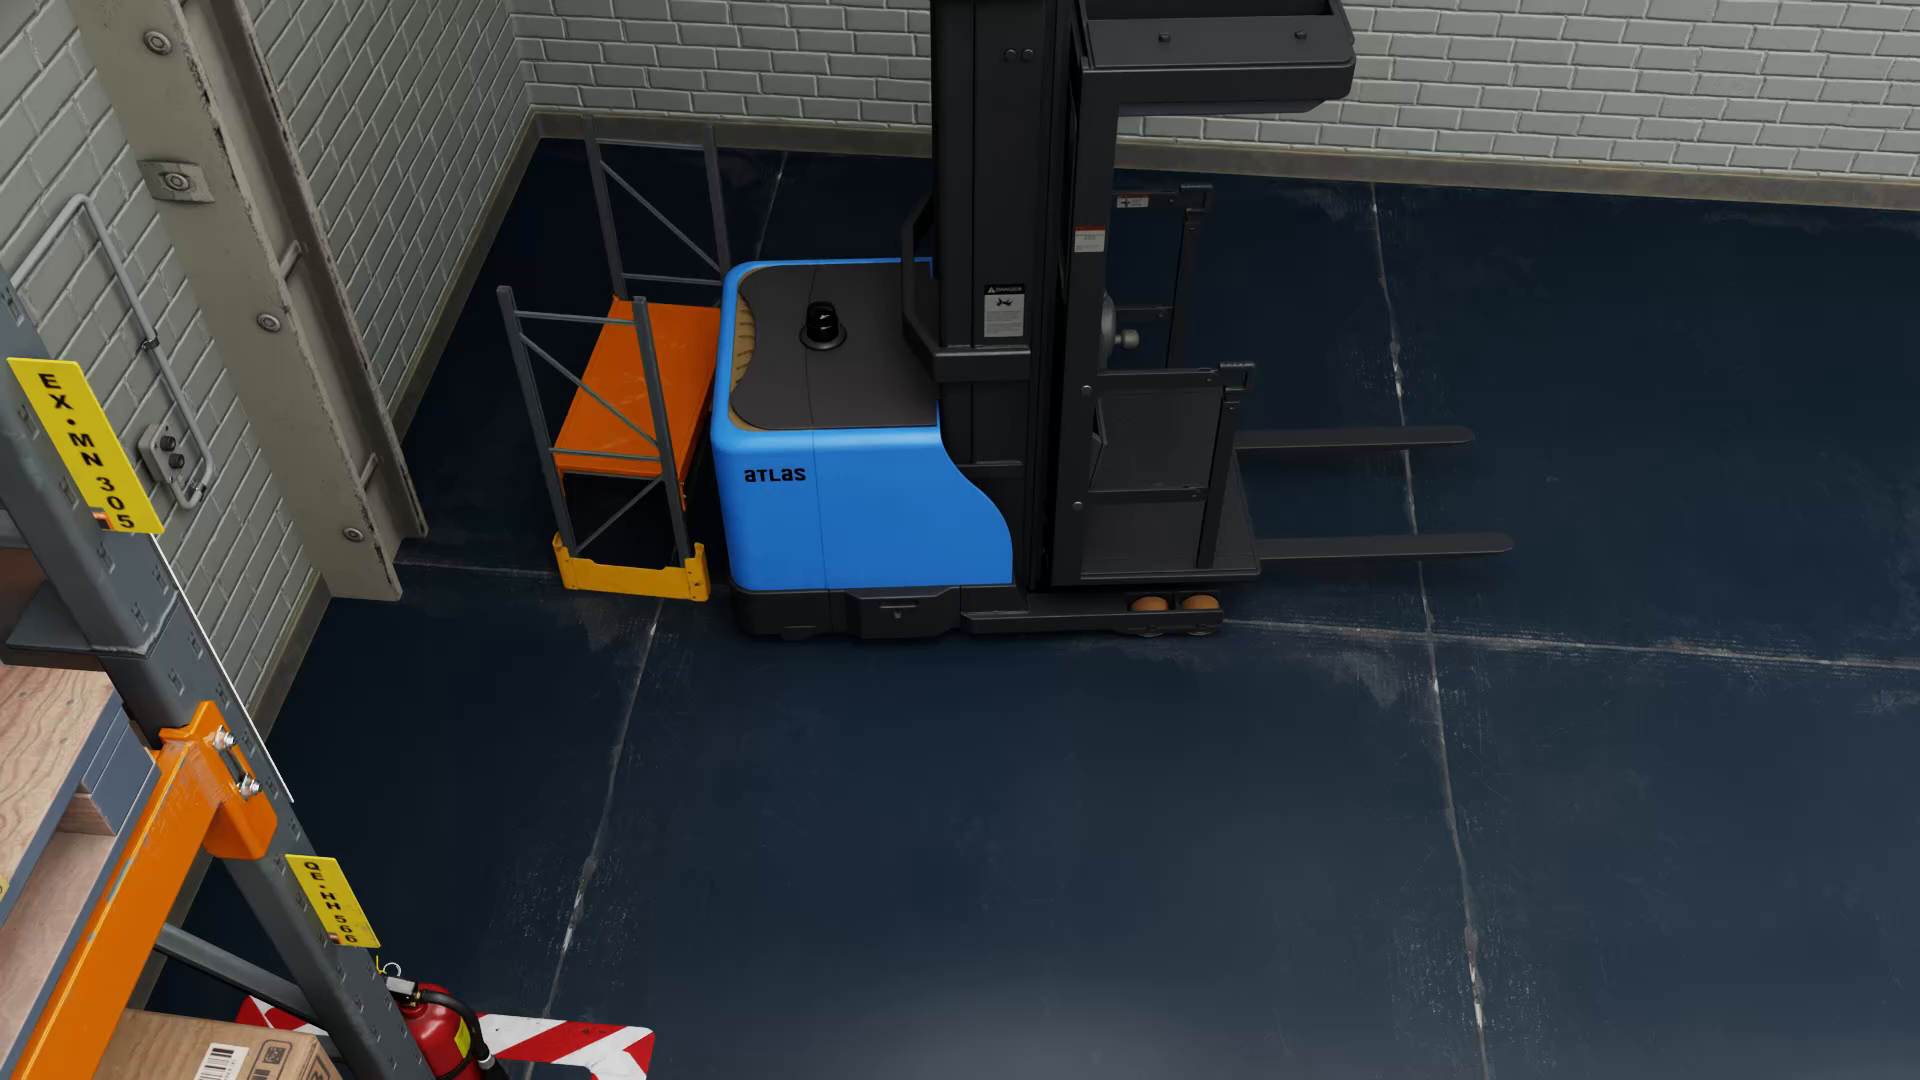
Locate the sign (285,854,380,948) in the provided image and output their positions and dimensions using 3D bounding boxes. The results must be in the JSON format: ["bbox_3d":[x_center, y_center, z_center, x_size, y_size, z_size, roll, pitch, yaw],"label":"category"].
[{"bbox_3d":[-1.194,0.691,3.166,0.100,0.325,0.005,4,48,4],"label":"sign"}]

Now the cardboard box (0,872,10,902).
[{"bbox_3d":[-1.536,0.534,1.972,0.500,0.250,0.500,5,48,5],"label":"cardboard box"}]

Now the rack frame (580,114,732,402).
[{"bbox_3d":[-1.161,-1.050,6.720,0.500,1.500,0.032,5,48,5],"label":"rack frame"}]

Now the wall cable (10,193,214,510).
[{"bbox_3d":[-2.559,-0.233,4.267,0.084,1.984,1.851,4,48,4],"label":"wall cable"}]

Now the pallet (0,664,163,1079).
[{"bbox_3d":[-1.790,0.678,2.150,1.003,0.211,1.213,4,48,4],"label":"pallet"}]

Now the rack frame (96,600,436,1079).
[{"bbox_3d":[-1.733,1.115,3.724,1.000,3.000,0.127,4,48,4],"label":"rack frame"}]

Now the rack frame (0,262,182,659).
[{"bbox_3d":[-1.733,-0.910,1.510,1.000,3.000,0.127,4,48,4],"label":"rack frame"}]

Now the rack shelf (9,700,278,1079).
[{"bbox_3d":[-1.916,1.815,1.538,1.077,0.370,4.000,4,48,4],"label":"rack shelf"}]

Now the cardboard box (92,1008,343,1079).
[{"bbox_3d":[-1.770,1.389,3.269,0.980,0.700,0.700,6,48,5],"label":"cardboard box"}]

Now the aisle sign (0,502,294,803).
[{"bbox_3d":[-1.428,0.205,2.794,0.394,0.787,0.004,4,48,4],"label":"aisle sign"}]

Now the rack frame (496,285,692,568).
[{"bbox_3d":[-1.284,-0.305,6.039,0.500,1.500,0.032,5,48,5],"label":"rack frame"}]

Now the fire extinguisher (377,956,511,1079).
[{"bbox_3d":[-1.260,1.187,3.963,0.296,0.674,0.183,4,48,4],"label":"fire extinguisher"}]

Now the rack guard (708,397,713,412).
[{"bbox_3d":[-1.162,-0.627,7.180,0.587,0.250,0.087,5,48,5],"label":"rack guard"}]

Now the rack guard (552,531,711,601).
[{"bbox_3d":[-1.282,0.102,6.513,0.587,0.250,0.087,5,48,5],"label":"rack guard"}]

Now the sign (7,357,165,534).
[{"bbox_3d":[-1.194,-0.123,2.276,0.100,0.325,0.005,4,48,4],"label":"sign"}]

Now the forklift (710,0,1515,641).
[{"bbox_3d":[0.625,-1.008,5.711,3.031,2.935,1.130,-2,48,-2],"label":"forklift"}]

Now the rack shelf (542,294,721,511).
[{"bbox_3d":[-1.223,-0.556,6.512,0.538,0.185,1.000,5,48,5],"label":"rack shelf"}]

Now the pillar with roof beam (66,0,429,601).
[{"bbox_3d":[1.939,-2.663,3.113,9.100,9.000,0.400,4,48,4],"label":"pillar with roof beam"}]

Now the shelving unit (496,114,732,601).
[{"bbox_3d":[-1.222,-0.684,6.385,0.587,1.500,1.083,5,48,5],"label":"shelving unit"}]
